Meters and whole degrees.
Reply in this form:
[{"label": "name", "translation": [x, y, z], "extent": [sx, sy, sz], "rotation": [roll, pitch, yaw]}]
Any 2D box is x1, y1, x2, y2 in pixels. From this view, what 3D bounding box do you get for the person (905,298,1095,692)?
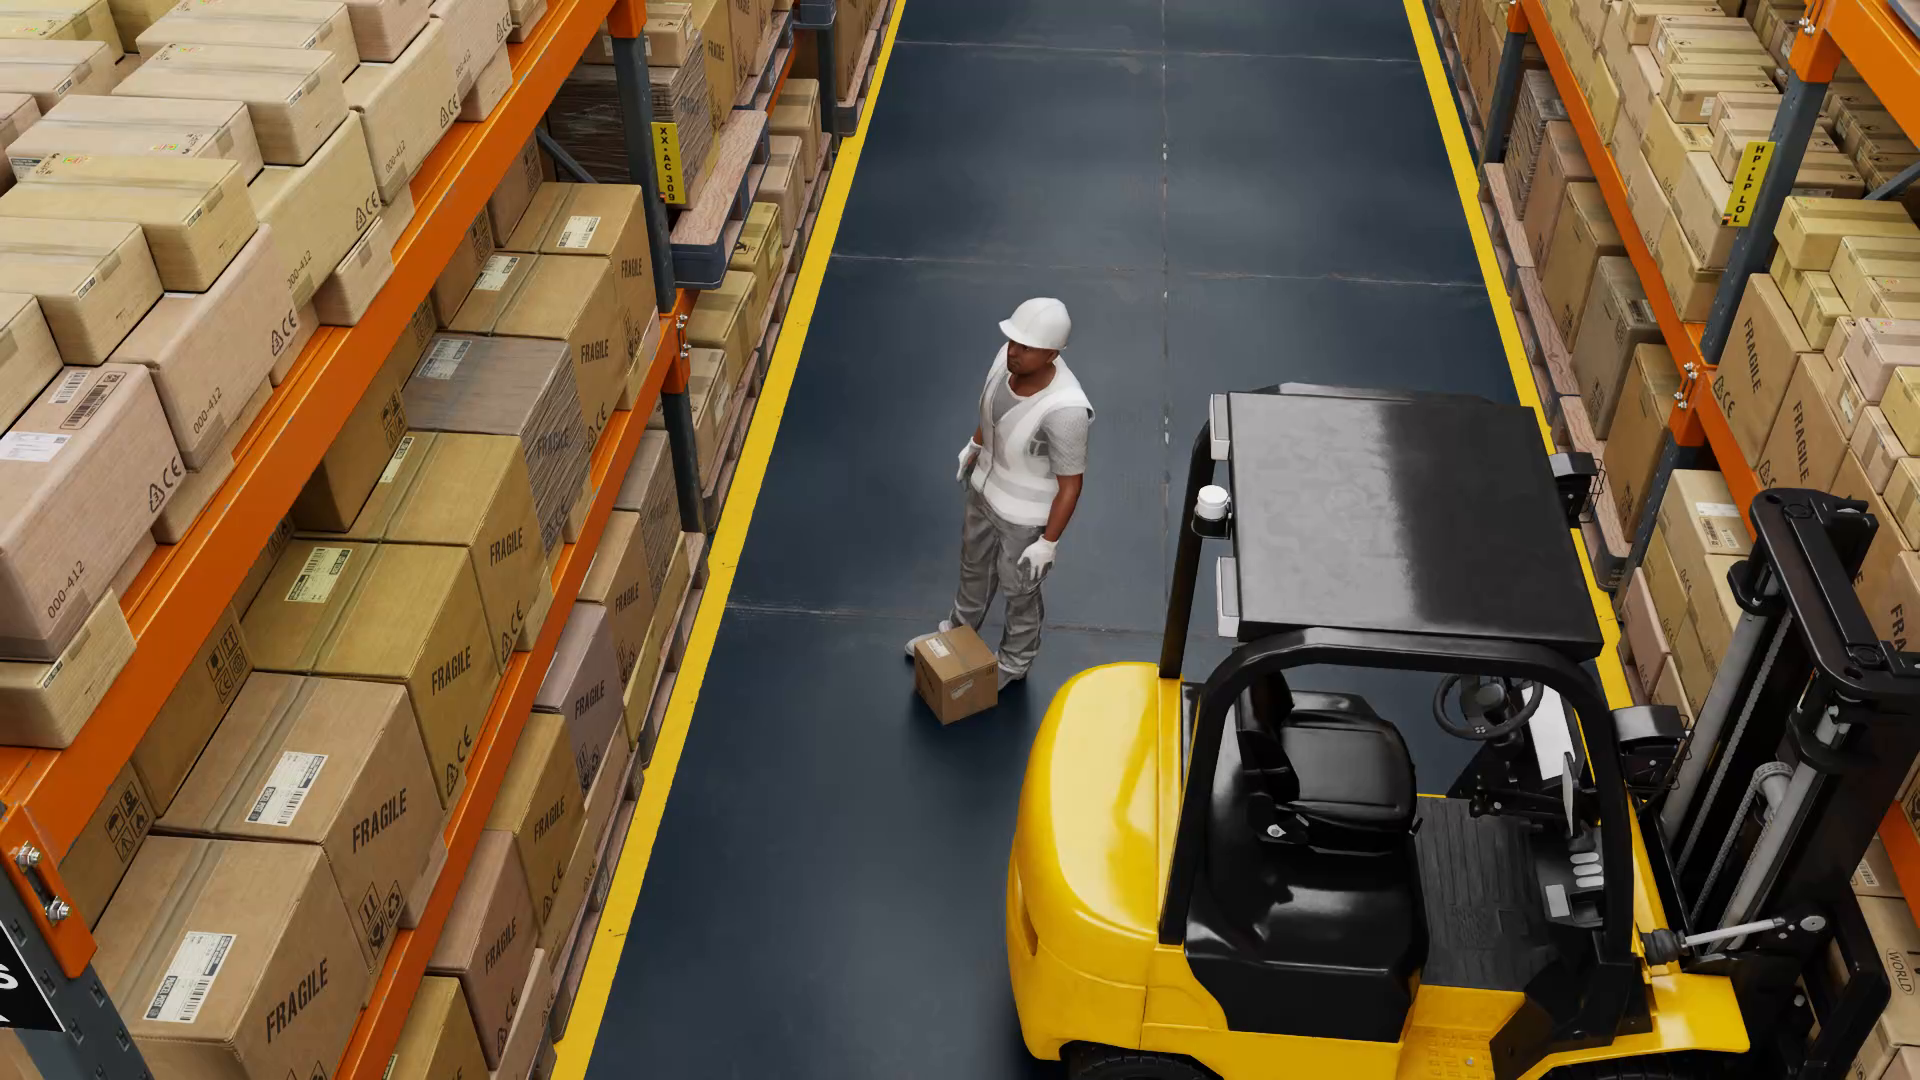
[{"label": "person", "translation": [0.147, -0.130, 6.287], "extent": [0.577, 1.777, 0.656], "rotation": [-18, 43, -20]}]
